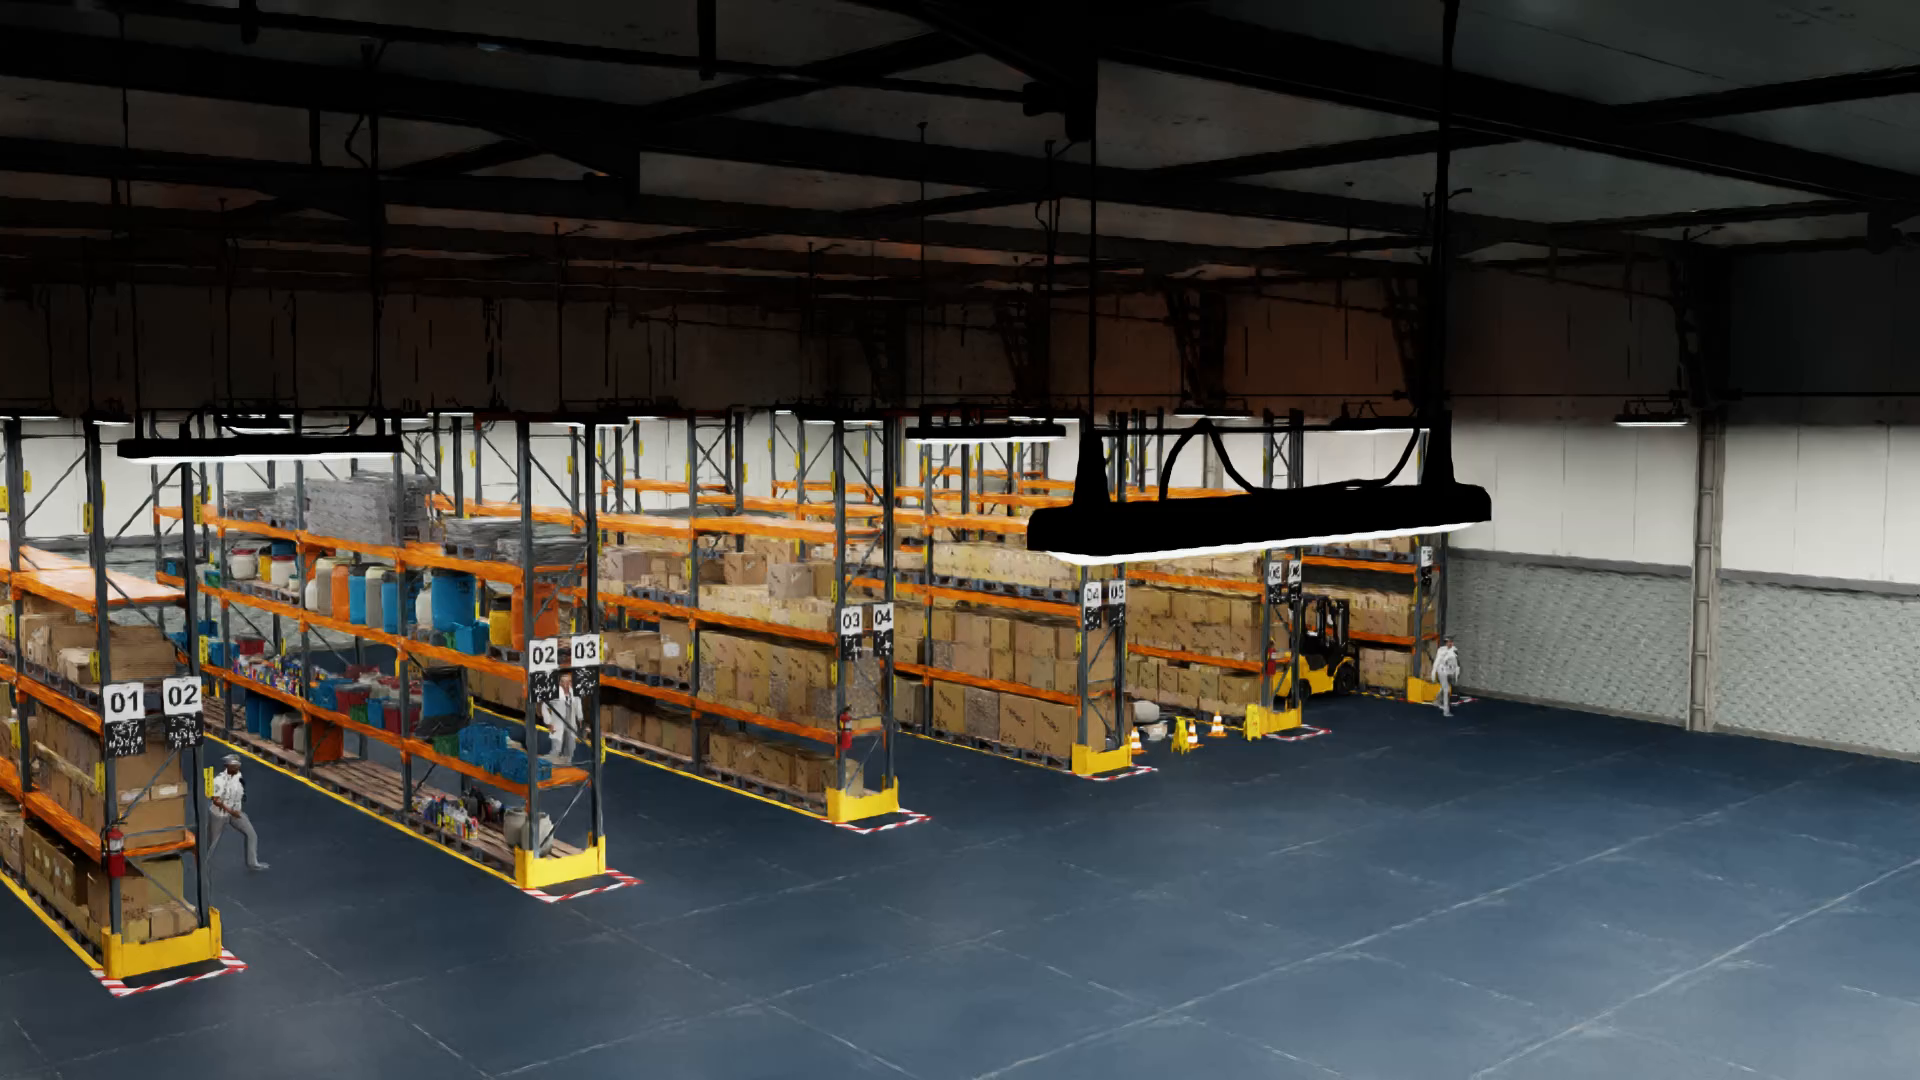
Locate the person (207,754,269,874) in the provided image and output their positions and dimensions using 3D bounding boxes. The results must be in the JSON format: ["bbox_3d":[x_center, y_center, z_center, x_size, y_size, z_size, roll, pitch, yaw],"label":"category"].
[{"bbox_3d":[-9.651,3.593,21.953,0.800,1.610,0.626,3,6,30],"label":"person"}]

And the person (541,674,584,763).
[{"bbox_3d":[-6.590,3.054,27.536,0.688,1.733,0.546,-5,7,-43],"label":"person"}]

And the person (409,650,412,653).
[{"bbox_3d":[-13.446,1.956,40.629,0.455,1.612,1.019,-4,7,-42],"label":"person"}]

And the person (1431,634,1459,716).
[{"bbox_3d":[9.614,2.631,32.939,0.521,1.611,0.938,-2,5,-20],"label":"person"}]
